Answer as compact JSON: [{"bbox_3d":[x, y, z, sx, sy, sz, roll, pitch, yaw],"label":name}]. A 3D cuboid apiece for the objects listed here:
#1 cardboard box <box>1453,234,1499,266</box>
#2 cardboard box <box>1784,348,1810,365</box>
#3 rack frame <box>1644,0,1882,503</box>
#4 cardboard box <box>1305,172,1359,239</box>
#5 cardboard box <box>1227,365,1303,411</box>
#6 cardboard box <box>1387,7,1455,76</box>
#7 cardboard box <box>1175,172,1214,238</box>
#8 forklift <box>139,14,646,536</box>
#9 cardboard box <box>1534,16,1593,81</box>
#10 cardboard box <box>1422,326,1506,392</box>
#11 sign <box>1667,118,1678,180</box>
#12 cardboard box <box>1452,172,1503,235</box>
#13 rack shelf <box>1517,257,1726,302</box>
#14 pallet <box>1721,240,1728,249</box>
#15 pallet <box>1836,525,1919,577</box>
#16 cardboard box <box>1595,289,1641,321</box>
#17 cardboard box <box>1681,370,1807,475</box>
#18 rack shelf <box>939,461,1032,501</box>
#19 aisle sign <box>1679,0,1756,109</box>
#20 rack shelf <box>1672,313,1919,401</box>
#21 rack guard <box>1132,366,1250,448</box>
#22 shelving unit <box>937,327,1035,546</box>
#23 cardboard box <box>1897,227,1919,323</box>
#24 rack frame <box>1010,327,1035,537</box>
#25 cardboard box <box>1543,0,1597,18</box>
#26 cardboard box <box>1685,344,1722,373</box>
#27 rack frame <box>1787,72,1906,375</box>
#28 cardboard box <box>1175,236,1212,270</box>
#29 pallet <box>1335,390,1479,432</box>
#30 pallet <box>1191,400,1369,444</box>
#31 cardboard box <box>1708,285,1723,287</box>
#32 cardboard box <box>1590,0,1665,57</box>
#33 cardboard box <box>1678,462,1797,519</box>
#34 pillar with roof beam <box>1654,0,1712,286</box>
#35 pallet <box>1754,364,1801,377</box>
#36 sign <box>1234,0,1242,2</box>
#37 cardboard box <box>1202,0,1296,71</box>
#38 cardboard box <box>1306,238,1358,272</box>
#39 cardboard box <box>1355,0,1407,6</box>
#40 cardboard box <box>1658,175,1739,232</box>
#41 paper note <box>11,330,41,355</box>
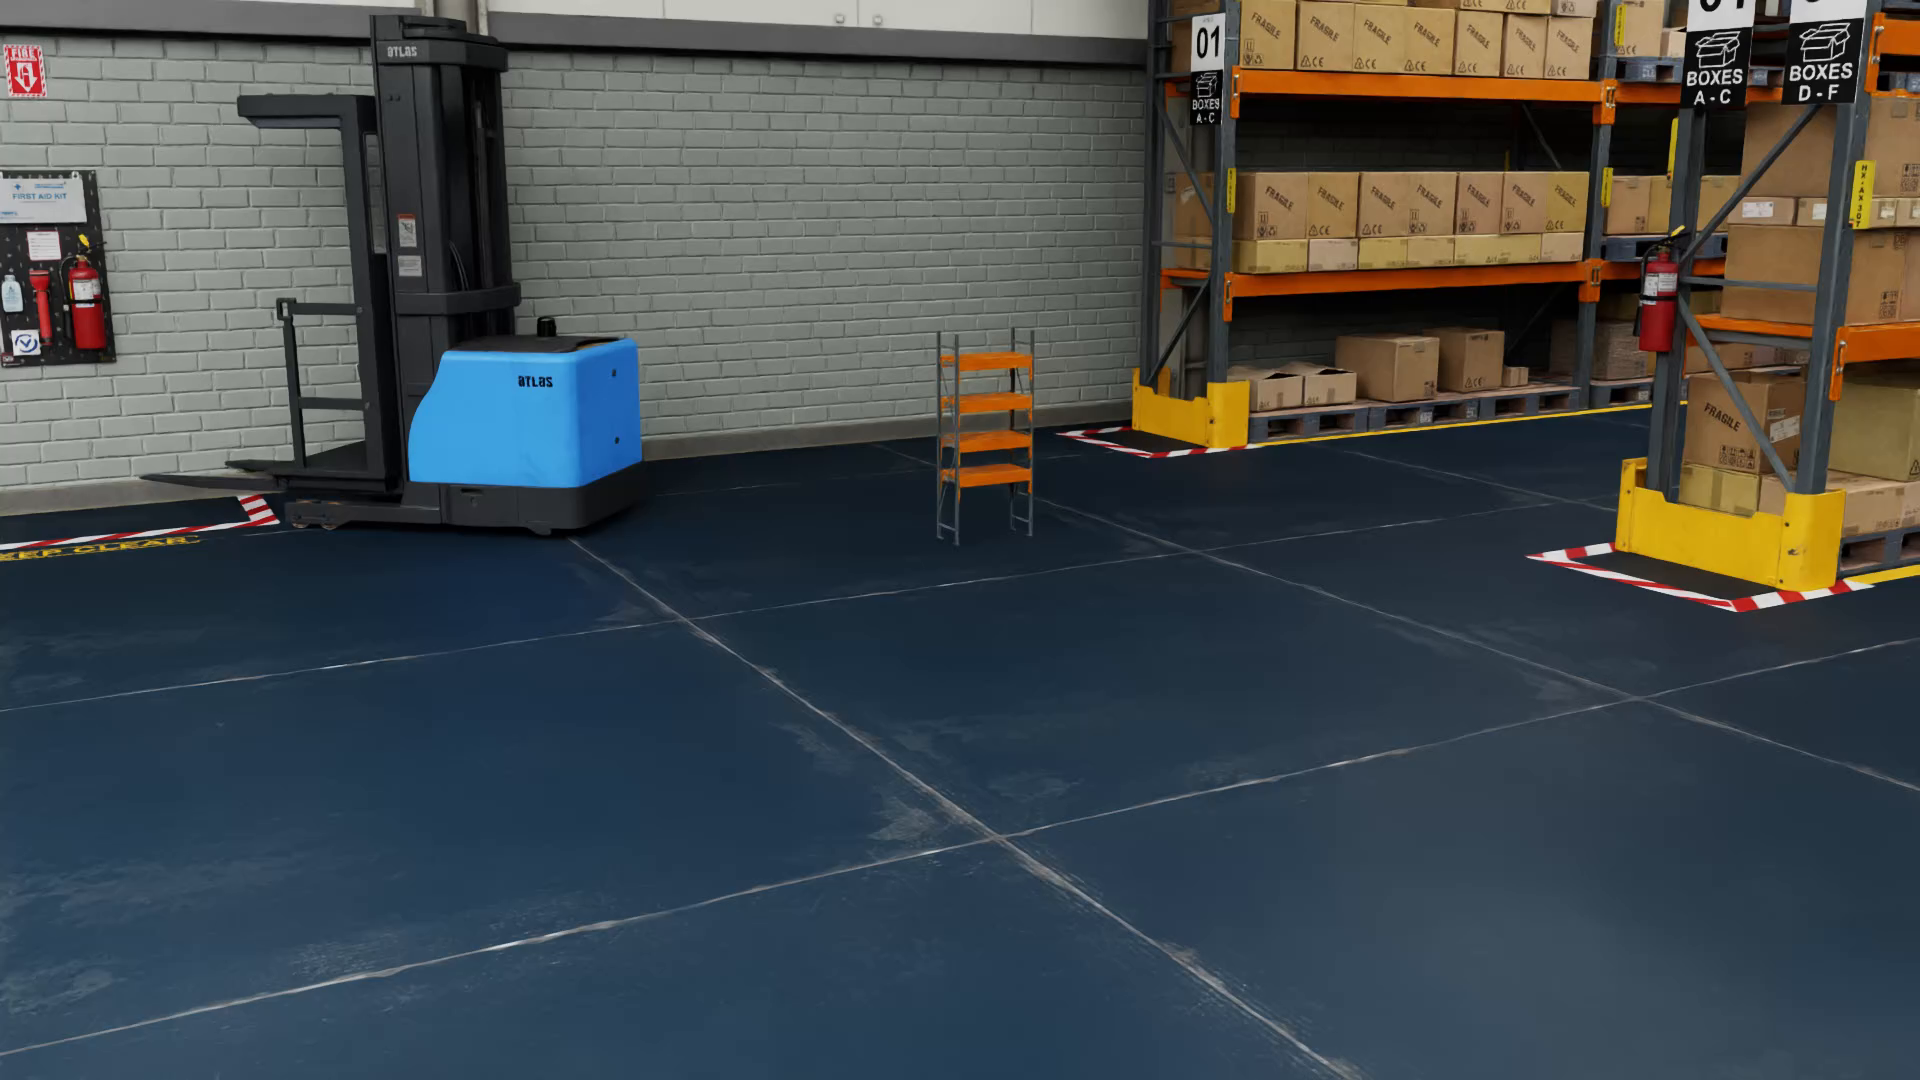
[{"bbox_3d":[4.118,-2.424,13.844,0.500,0.250,0.500,-7,14,-28],"label":"cardboard box"},{"bbox_3d":[8.168,-2.032,16.500,0.500,0.500,0.700,-7,14,-27],"label":"cardboard box"},{"bbox_3d":[4.130,-1.327,8.675,0.127,3.000,1.000,-7,14,-28],"label":"rack frame"},{"bbox_3d":[2.755,-2.626,13.035,0.500,0.500,0.500,-7,14,-28],"label":"cardboard box"},{"bbox_3d":[2.403,-1.240,13.408,0.500,0.311,0.500,-9,15,-34],"label":"cardboard box"},{"bbox_3d":[3.569,-3.956,13.250,0.500,0.500,0.500,-6,14,-24],"label":"cardboard box"},{"bbox_3d":[2.065,-2.674,13.249,0.500,0.500,0.500,-7,14,-28],"label":"cardboard box"},{"bbox_3d":[-3.547,-1.600,10.045,3.031,2.935,1.130,3,13,12],"label":"forklift"},{"bbox_3d":[4.937,-4.123,13.993,0.500,0.500,0.500,-6,14,-26],"label":"cardboard box"},{"bbox_3d":[4.372,-1.581,14.492,0.500,0.500,0.500,-8,15,-32],"label":"cardboard box"},{"bbox_3d":[3.882,-2.114,8.993,0.005,0.325,0.100,-7,14,-28],"label":"sign"},{"bbox_3d":[4.115,-2.791,13.767,0.500,0.500,0.500,-7,15,-29],"label":"cardboard box"},{"bbox_3d":[7.019,-2.562,15.799,4.000,0.370,1.077,-7,14,-28],"label":"rack shelf"},{"bbox_3d":[8.200,-2.934,16.251,1.003,0.211,1.213,-7,14,-28],"label":"pallet"},{"bbox_3d":[4.781,-0.055,9.374,1.213,0.211,1.003,-7,14,-28],"label":"pallet"},{"bbox_3d":[6.287,-2.191,15.496,0.500,0.250,0.500,-7,15,-29],"label":"cardboard box"},{"bbox_3d":[4.458,-0.670,9.354,0.500,0.500,0.500,-7,14,-28],"label":"cardboard box"},{"bbox_3d":[0.145,-0.343,9.613,0.480,0.148,0.258,-7,14,-28],"label":"rack shelf"},{"bbox_3d":[3.931,-2.645,8.610,0.004,0.787,0.394,-7,14,-28],"label":"aisle sign"},{"bbox_3d":[5.885,-1.187,9.689,4.000,0.370,1.077,-7,14,-28],"label":"rack shelf"},{"bbox_3d":[1.820,-1.070,13.225,0.348,0.500,1.175,-7,14,-28],"label":"rack guard"},{"bbox_3d":[0.145,-0.603,9.555,0.503,1.200,0.258,-7,14,-28],"label":"shelving unit"},{"bbox_3d":[5.004,-1.479,9.121,0.500,0.500,0.700,-6,14,-26],"label":"cardboard box"},{"bbox_3d":[0.359,-0.628,9.669,0.015,1.200,0.240,-7,14,-28],"label":"rack frame"},{"bbox_3d":[4.954,-4.607,13.866,0.500,0.500,0.500,-8,15,-33],"label":"cardboard box"},{"bbox_3d":[6.799,-1.888,15.858,0.500,0.500,0.700,-7,14,-27],"label":"cardboard box"},{"bbox_3d":[8.775,-3.123,16.655,0.127,3.000,1.000,-7,14,-28],"label":"rack frame"},{"bbox_3d":[2.070,-2.305,13.314,0.500,0.250,0.500,-7,14,-27],"label":"cardboard box"},{"bbox_3d":[3.619,-1.135,14.173,1.213,0.211,1.003,-7,14,-28],"label":"pallet"},{"bbox_3d":[2.550,-1.008,13.606,1.213,0.211,1.003,-7,14,-28],"label":"pallet"},{"bbox_3d":[7.637,-2.350,16.204,0.500,0.250,0.500,-7,14,-27],"label":"cardboard box"},{"bbox_3d":[5.782,-4.461,14.585,0.500,0.500,0.500,-5,13,-20],"label":"cardboard box"},{"bbox_3d":[4.459,-0.304,9.434,0.500,0.250,0.500,-7,14,-28],"label":"cardboard box"},{"bbox_3d":[9.282,-5.250,12.443,0.400,9.000,9.100,-7,14,-28],"label":"pillar with roof beam"},{"bbox_3d":[8.088,-1.681,16.597,1.213,0.211,1.003,-7,14,-28],"label":"pallet"},{"bbox_3d":[2.013,-4.067,12.025,0.005,0.325,0.100,-7,14,-28],"label":"sign"},{"bbox_3d":[2.166,-3.790,12.515,0.500,0.500,0.500,-6,14,-26],"label":"cardboard box"},{"bbox_3d":[2.782,-2.266,13.140,0.500,0.250,0.500,-7,15,-30],"label":"cardboard box"},{"bbox_3d":[3.116,-4.384,12.875,0.500,0.500,0.500,-6,14,-26],"label":"cardboard box"},{"bbox_3d":[6.784,-3.145,15.524,0.500,0.500,0.700,-5,14,-20],"label":"cardboard box"},{"bbox_3d":[-5.689,-1.203,10.129,0.142,0.148,0.016,-7,14,-28],"label":"paper note"}]
